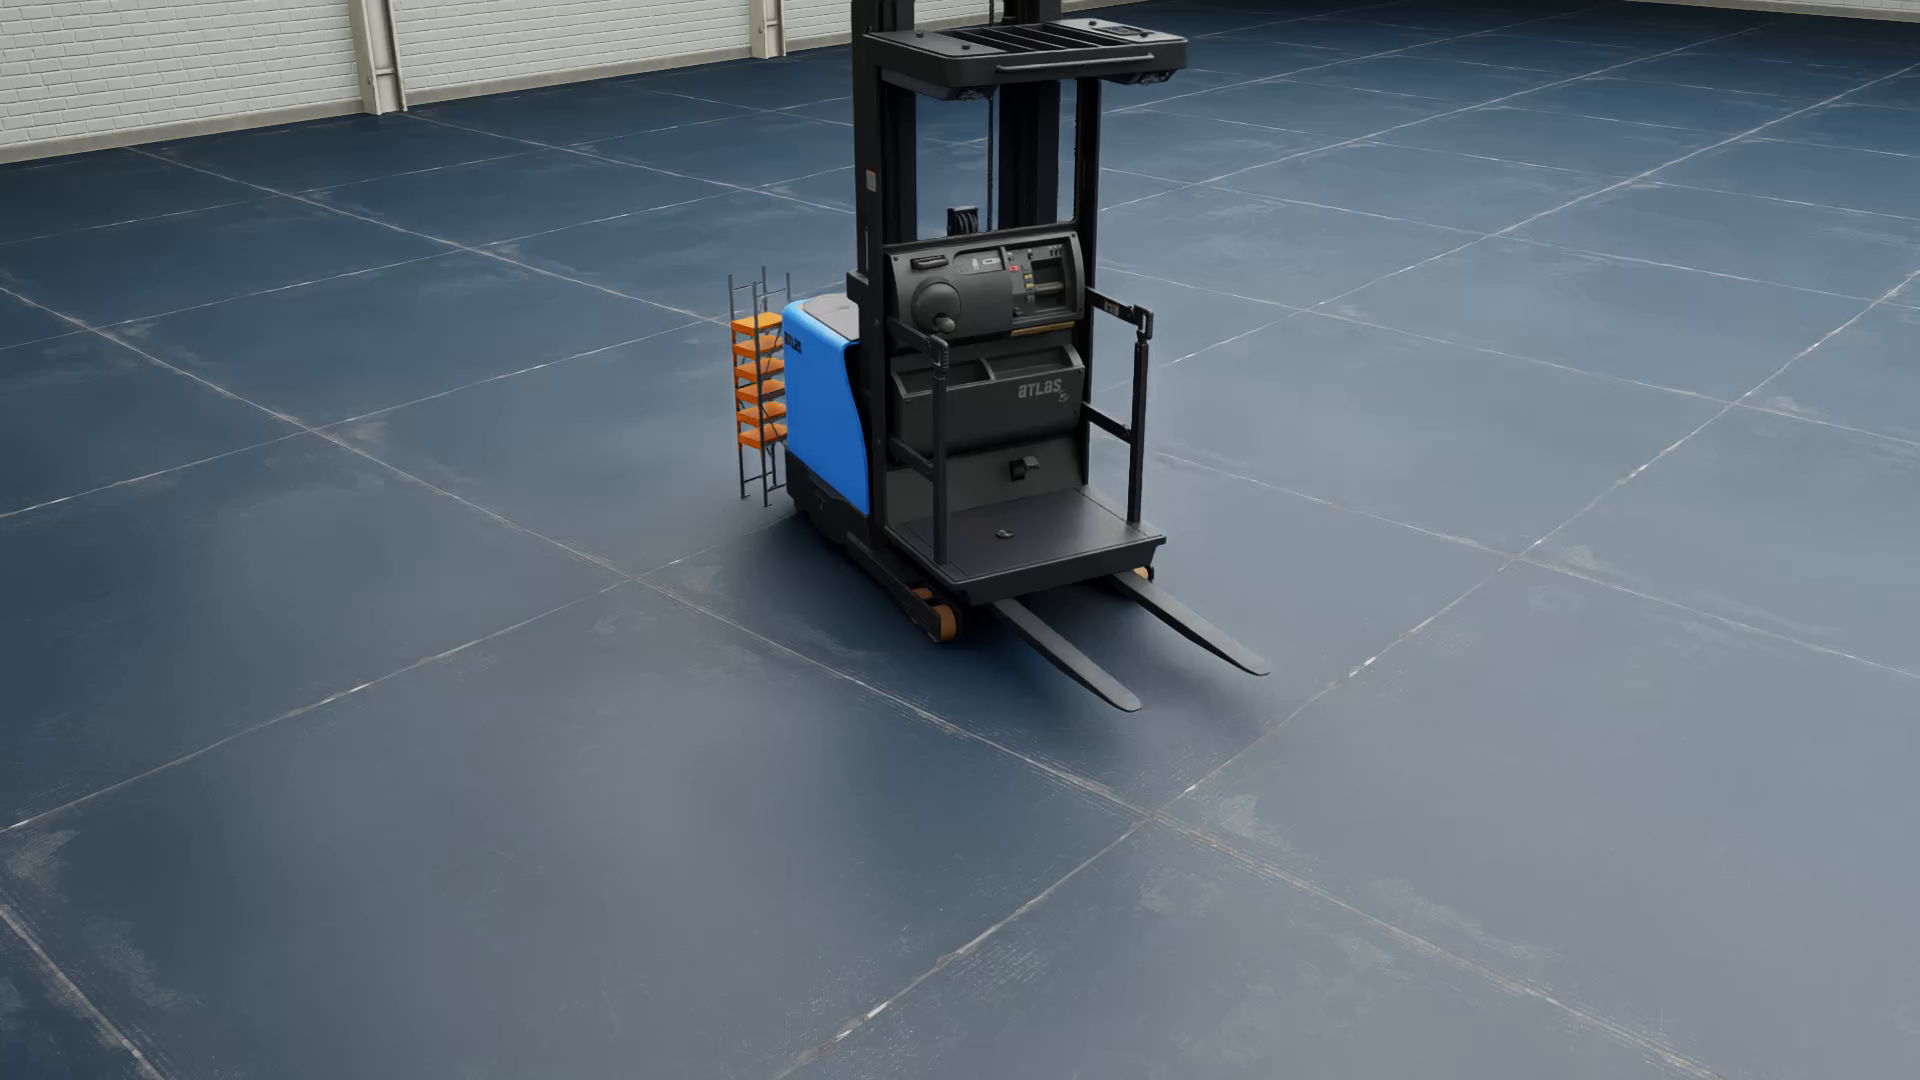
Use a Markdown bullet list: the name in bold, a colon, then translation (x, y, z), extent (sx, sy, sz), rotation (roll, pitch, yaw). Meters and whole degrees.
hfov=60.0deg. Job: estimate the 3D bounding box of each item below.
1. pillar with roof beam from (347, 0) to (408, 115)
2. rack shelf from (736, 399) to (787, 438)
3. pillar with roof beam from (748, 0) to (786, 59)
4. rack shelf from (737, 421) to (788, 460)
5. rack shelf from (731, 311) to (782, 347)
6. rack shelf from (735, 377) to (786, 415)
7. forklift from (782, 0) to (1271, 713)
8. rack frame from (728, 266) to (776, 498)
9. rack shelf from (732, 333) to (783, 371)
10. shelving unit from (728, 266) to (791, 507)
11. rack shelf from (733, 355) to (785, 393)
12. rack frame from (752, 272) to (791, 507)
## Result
- **pillar with roof beam**: translation (-3.503, -7.939, 14.958), extent (9.100, 9.000, 0.400), rotation (20, 31, 38)
- **rack shelf**: translation (-1.000, -0.628, 8.587), extent (0.180, 0.103, 0.258), rotation (21, 31, 38)
- **pillar with roof beam**: translation (0.502, -9.767, 19.035), extent (9.100, 9.000, 0.400), rotation (20, 31, 38)
- **rack shelf**: translation (-1.000, -0.519, 8.636), extent (0.180, 0.103, 0.258), rotation (21, 31, 38)
- **rack shelf**: translation (-1.000, -1.067, 8.391), extent (0.180, 0.103, 0.258), rotation (21, 31, 38)
- **rack shelf**: translation (-1.000, -0.738, 8.538), extent (0.180, 0.103, 0.258), rotation (21, 31, 38)
- **forklift**: translation (0.229, -1.099, 7.119), extent (1.130, 2.935, 3.031), rotation (-12, 27, -25)
- **rack frame**: translation (-1.067, -0.804, 8.577), extent (0.006, 1.200, 0.240), rotation (21, 31, 38)
- **rack shelf**: translation (-1.000, -0.957, 8.440), extent (0.180, 0.103, 0.258), rotation (21, 31, 38)
- **shelving unit**: translation (-1.000, -0.779, 8.520), extent (0.189, 1.200, 0.258), rotation (21, 31, 38)
- **rack shelf**: translation (-1.000, -0.848, 8.489), extent (0.180, 0.103, 0.258), rotation (21, 31, 38)
- **rack frame**: translation (-0.933, -0.753, 8.463), extent (0.006, 1.200, 0.240), rotation (21, 31, 38)
